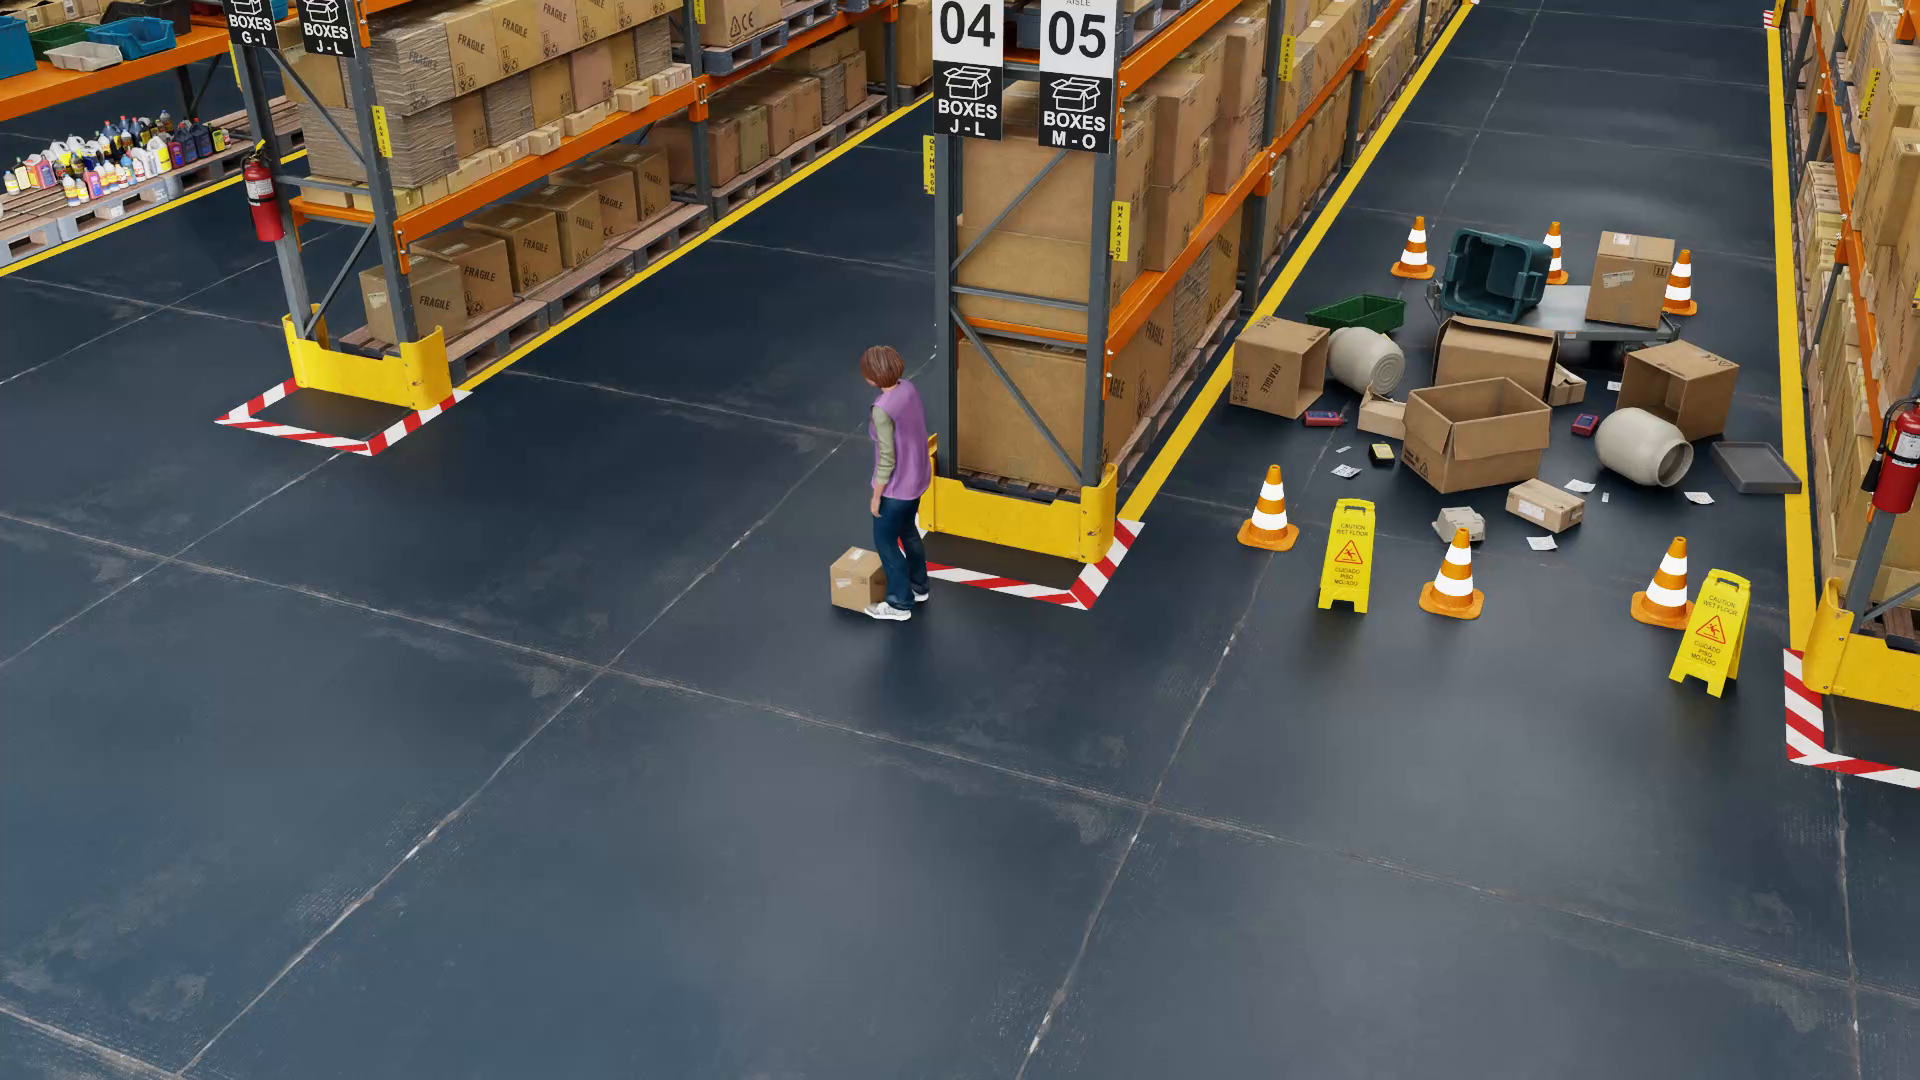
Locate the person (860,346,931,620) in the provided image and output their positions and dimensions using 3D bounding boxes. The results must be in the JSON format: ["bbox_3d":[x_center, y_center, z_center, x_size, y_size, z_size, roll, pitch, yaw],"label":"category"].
[{"bbox_3d":[-0.337,-0.301,8.916,0.342,1.593,0.485,13,32,21],"label":"person"}]
